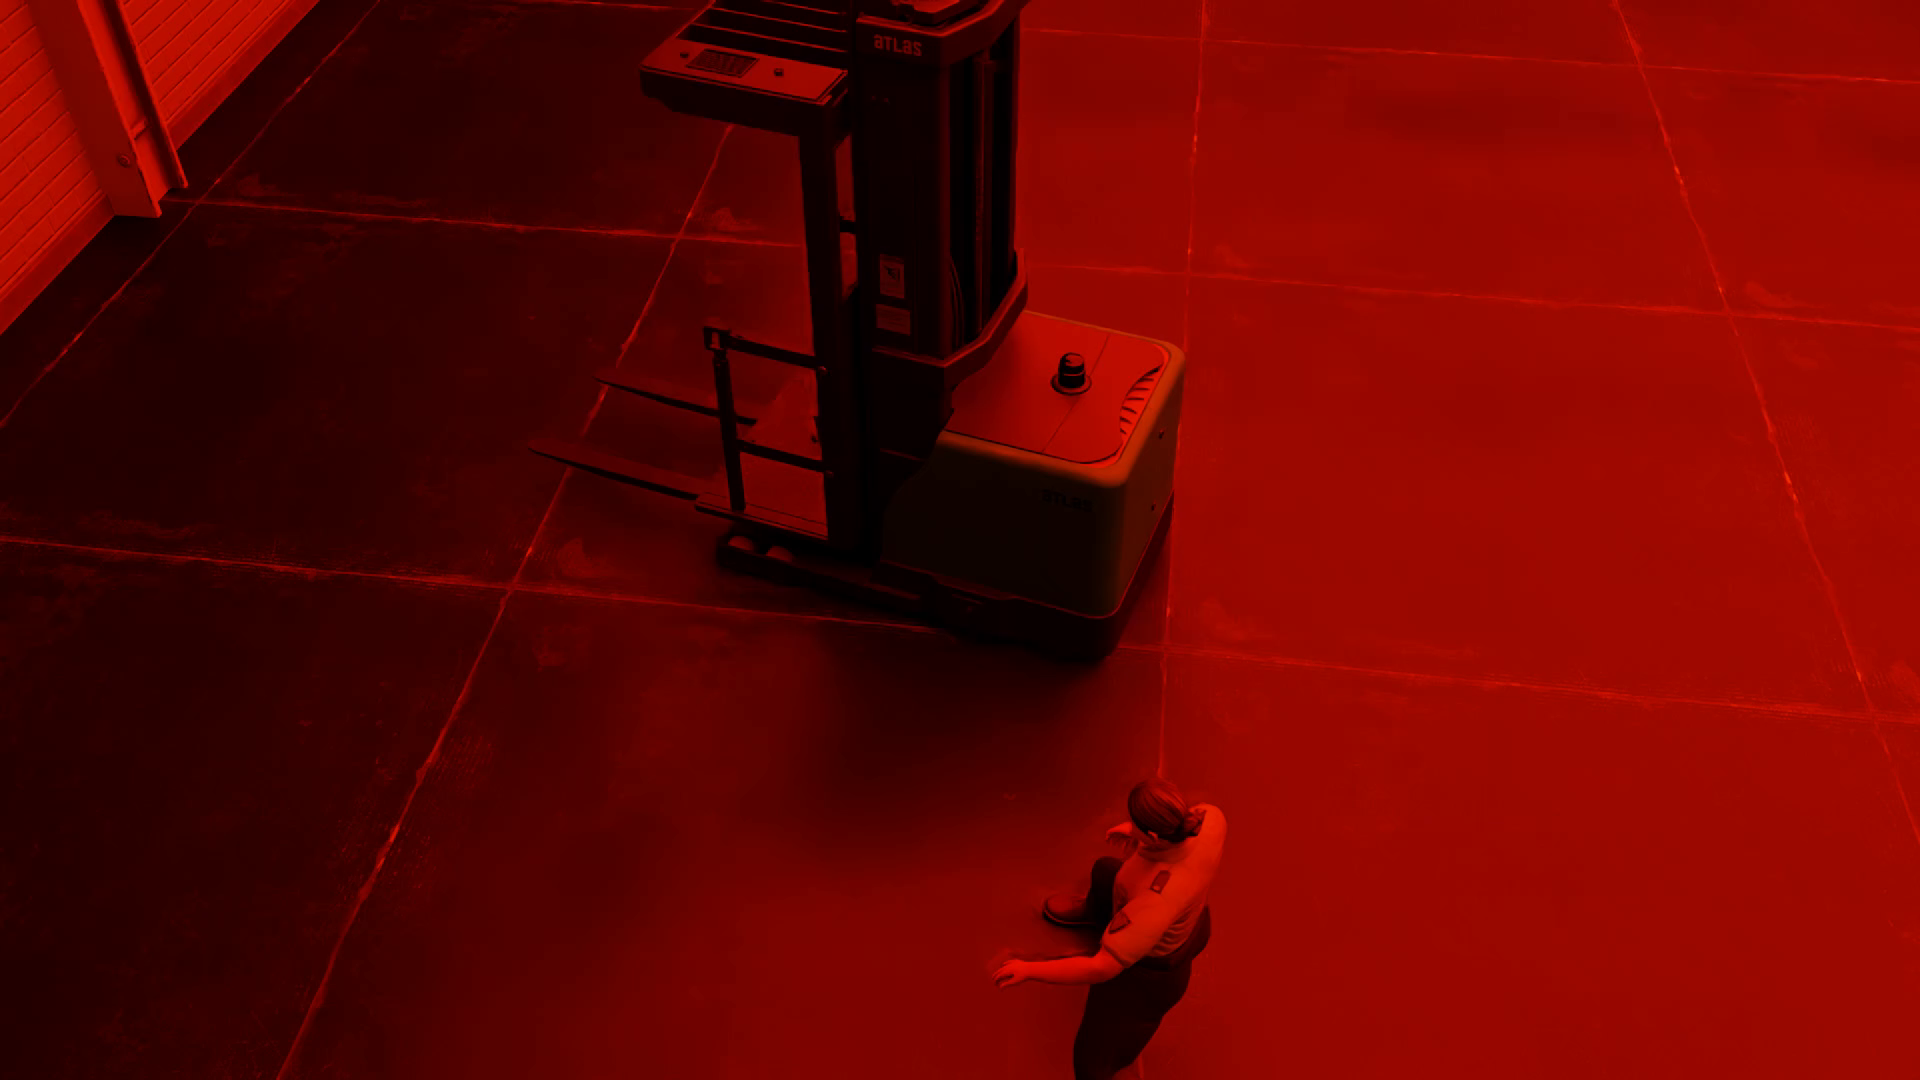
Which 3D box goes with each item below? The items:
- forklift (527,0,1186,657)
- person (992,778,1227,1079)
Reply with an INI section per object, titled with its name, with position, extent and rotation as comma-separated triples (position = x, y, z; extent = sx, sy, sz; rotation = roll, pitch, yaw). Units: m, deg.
[forklift]
position = -0.573, -1.202, 7.033
extent = 3.031, 2.935, 1.130
rotation = 15, 45, 16
[person]
position = 0.525, 1.284, 5.438
extent = 0.943, 1.504, 1.054
rotation = 21, 47, 22
